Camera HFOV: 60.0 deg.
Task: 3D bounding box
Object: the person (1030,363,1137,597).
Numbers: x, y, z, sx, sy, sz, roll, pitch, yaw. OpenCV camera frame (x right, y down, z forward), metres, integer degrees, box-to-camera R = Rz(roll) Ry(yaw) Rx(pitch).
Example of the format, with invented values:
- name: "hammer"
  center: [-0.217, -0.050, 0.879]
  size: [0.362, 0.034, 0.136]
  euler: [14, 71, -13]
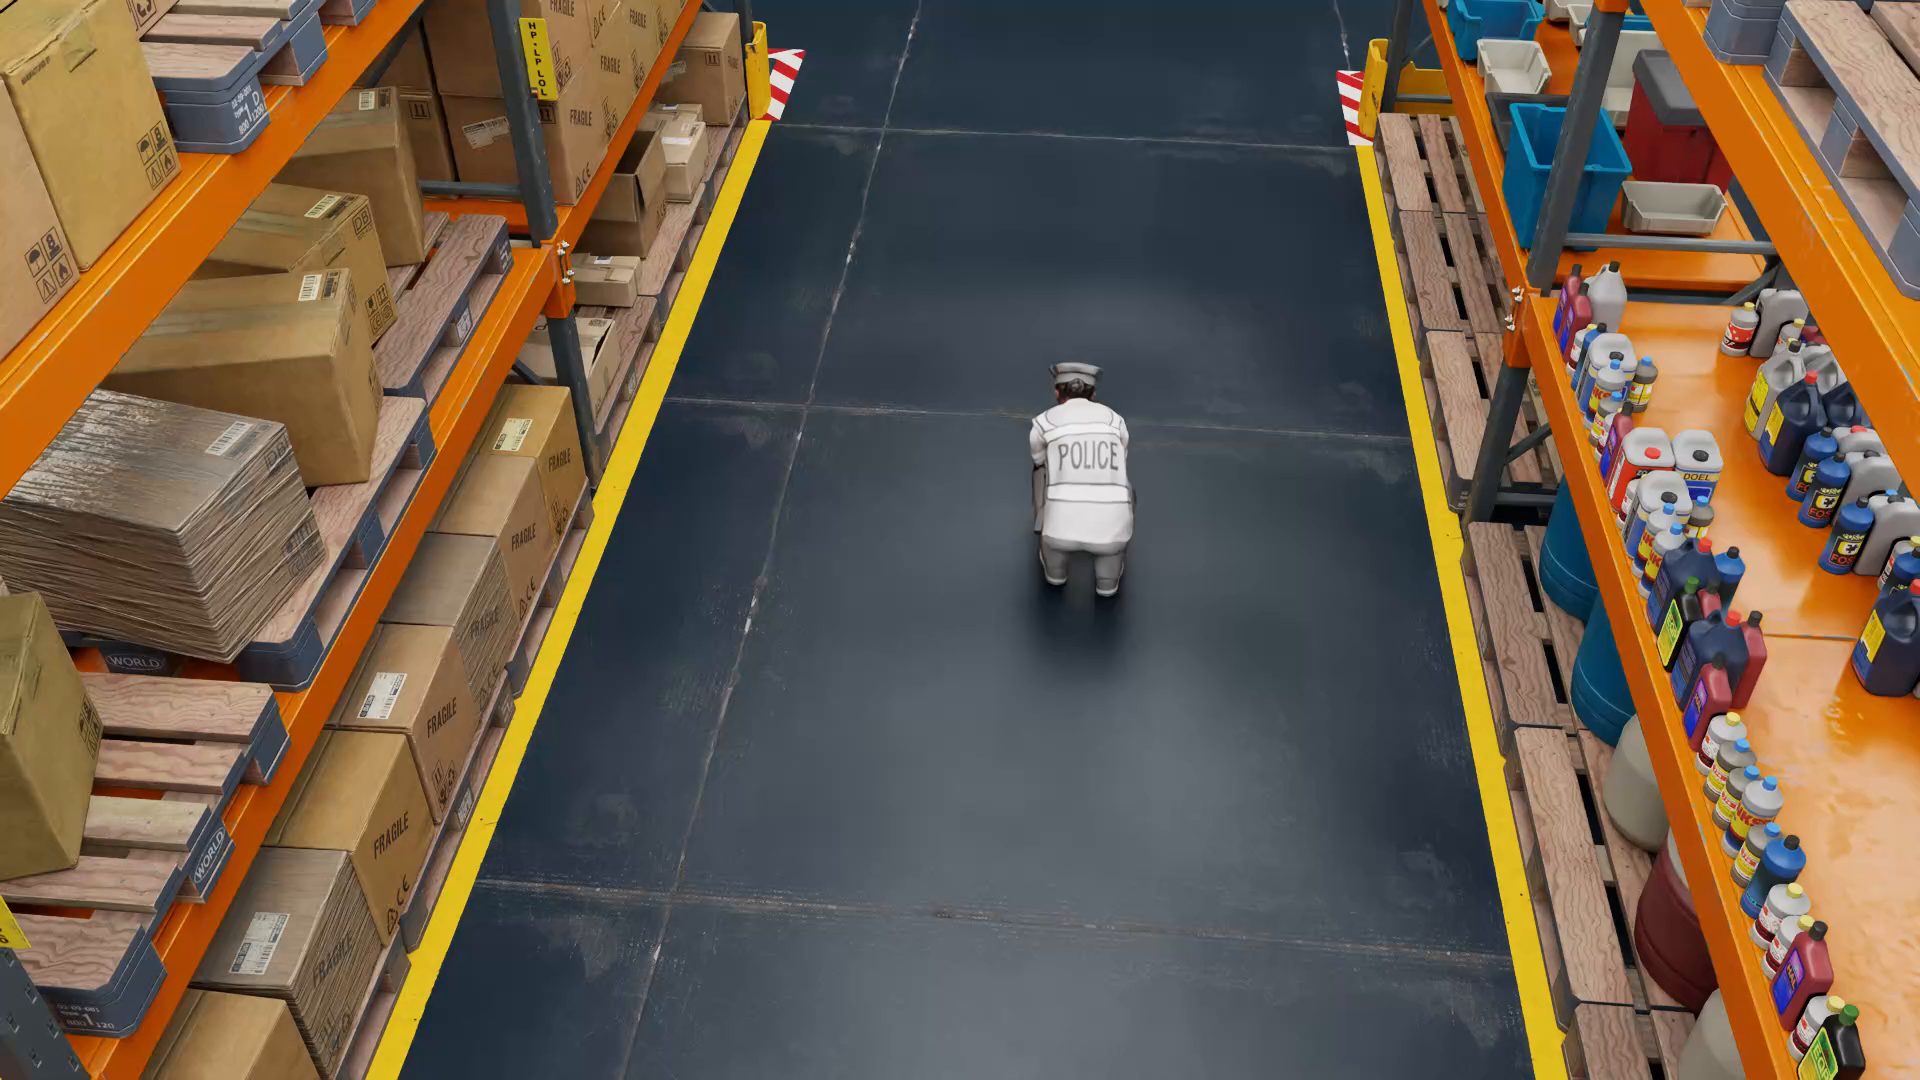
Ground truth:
- name: "person"
  center: [0.528, -0.251, 7.123]
  size: [0.476, 0.848, 0.870]
  euler: [3, 40, 4]
